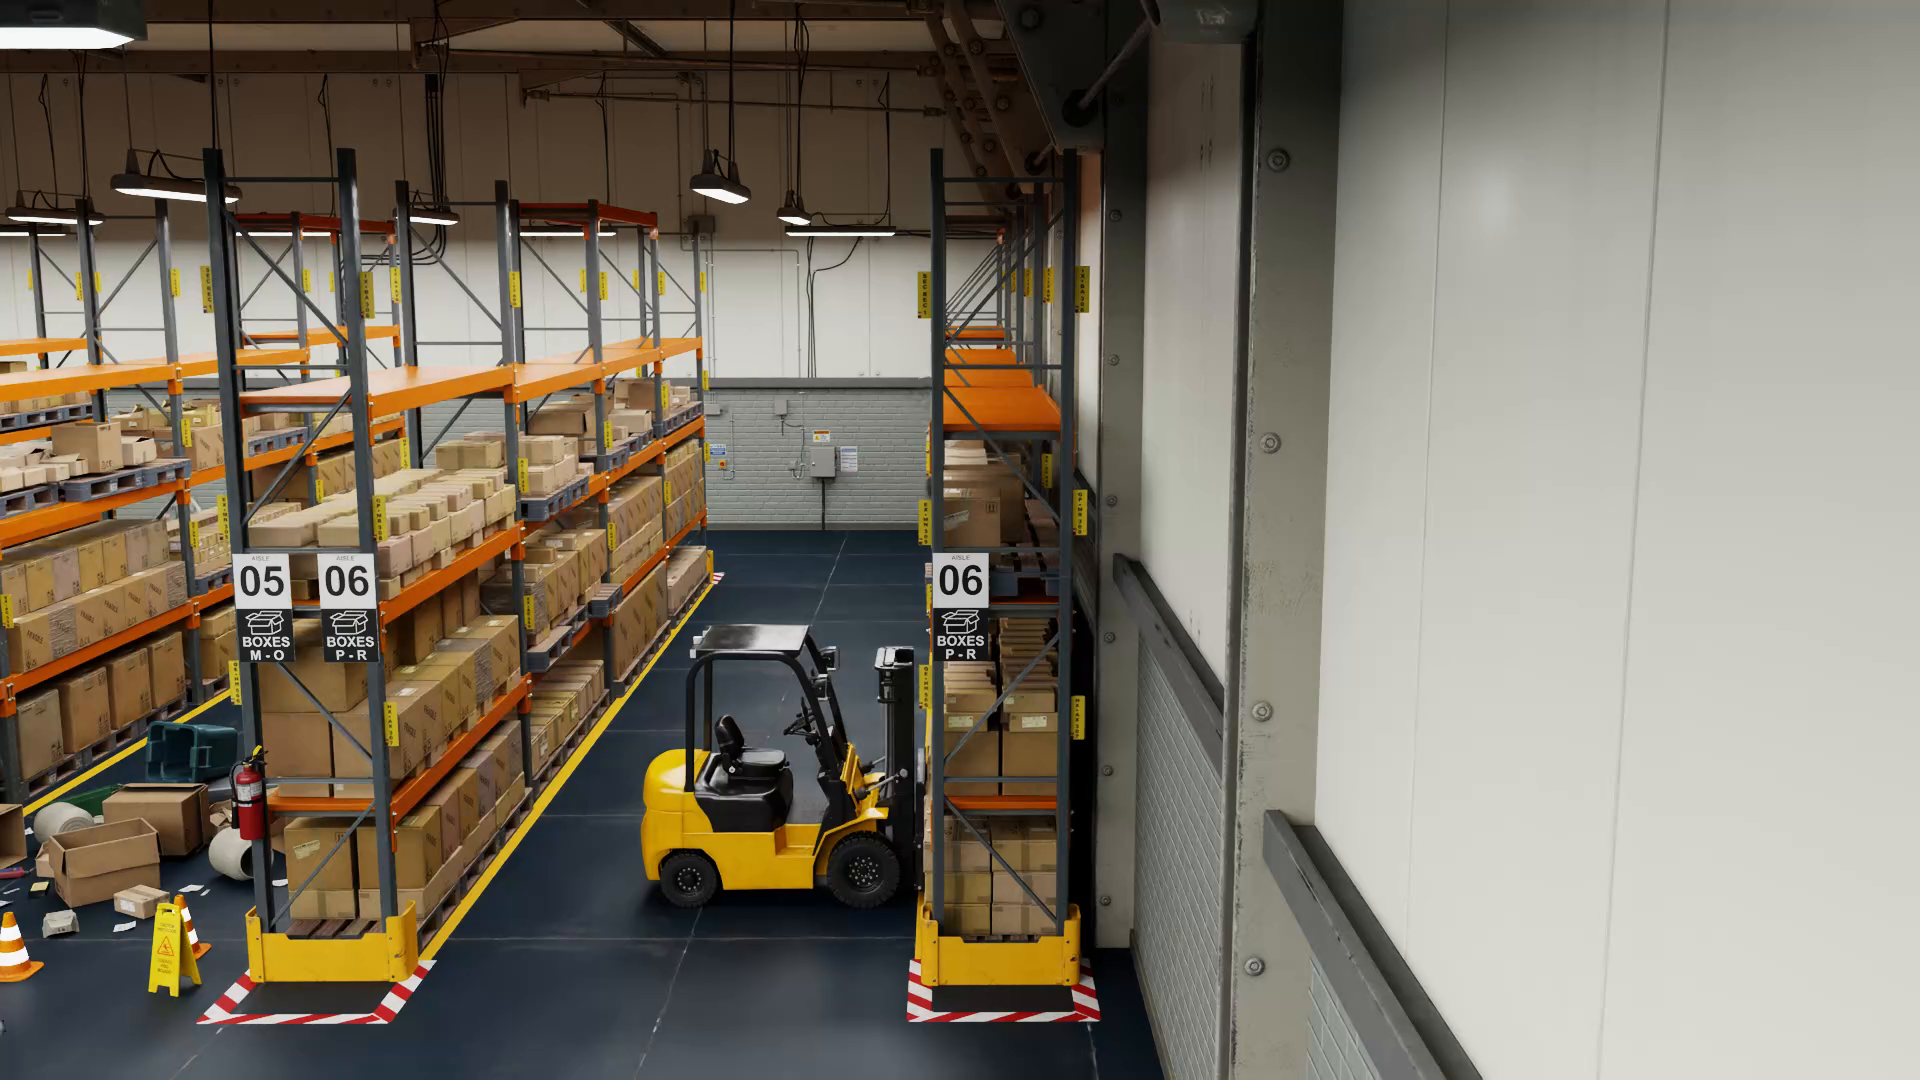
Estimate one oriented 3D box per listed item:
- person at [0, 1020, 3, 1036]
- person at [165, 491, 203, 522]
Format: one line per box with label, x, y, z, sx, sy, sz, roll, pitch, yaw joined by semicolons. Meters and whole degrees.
person;-5.410;2.929;8.840;0.874;1.822;0.595;8;12;43
person;-13.136;-0.129;28.237;0.570;1.598;0.826;-8;12;-40
